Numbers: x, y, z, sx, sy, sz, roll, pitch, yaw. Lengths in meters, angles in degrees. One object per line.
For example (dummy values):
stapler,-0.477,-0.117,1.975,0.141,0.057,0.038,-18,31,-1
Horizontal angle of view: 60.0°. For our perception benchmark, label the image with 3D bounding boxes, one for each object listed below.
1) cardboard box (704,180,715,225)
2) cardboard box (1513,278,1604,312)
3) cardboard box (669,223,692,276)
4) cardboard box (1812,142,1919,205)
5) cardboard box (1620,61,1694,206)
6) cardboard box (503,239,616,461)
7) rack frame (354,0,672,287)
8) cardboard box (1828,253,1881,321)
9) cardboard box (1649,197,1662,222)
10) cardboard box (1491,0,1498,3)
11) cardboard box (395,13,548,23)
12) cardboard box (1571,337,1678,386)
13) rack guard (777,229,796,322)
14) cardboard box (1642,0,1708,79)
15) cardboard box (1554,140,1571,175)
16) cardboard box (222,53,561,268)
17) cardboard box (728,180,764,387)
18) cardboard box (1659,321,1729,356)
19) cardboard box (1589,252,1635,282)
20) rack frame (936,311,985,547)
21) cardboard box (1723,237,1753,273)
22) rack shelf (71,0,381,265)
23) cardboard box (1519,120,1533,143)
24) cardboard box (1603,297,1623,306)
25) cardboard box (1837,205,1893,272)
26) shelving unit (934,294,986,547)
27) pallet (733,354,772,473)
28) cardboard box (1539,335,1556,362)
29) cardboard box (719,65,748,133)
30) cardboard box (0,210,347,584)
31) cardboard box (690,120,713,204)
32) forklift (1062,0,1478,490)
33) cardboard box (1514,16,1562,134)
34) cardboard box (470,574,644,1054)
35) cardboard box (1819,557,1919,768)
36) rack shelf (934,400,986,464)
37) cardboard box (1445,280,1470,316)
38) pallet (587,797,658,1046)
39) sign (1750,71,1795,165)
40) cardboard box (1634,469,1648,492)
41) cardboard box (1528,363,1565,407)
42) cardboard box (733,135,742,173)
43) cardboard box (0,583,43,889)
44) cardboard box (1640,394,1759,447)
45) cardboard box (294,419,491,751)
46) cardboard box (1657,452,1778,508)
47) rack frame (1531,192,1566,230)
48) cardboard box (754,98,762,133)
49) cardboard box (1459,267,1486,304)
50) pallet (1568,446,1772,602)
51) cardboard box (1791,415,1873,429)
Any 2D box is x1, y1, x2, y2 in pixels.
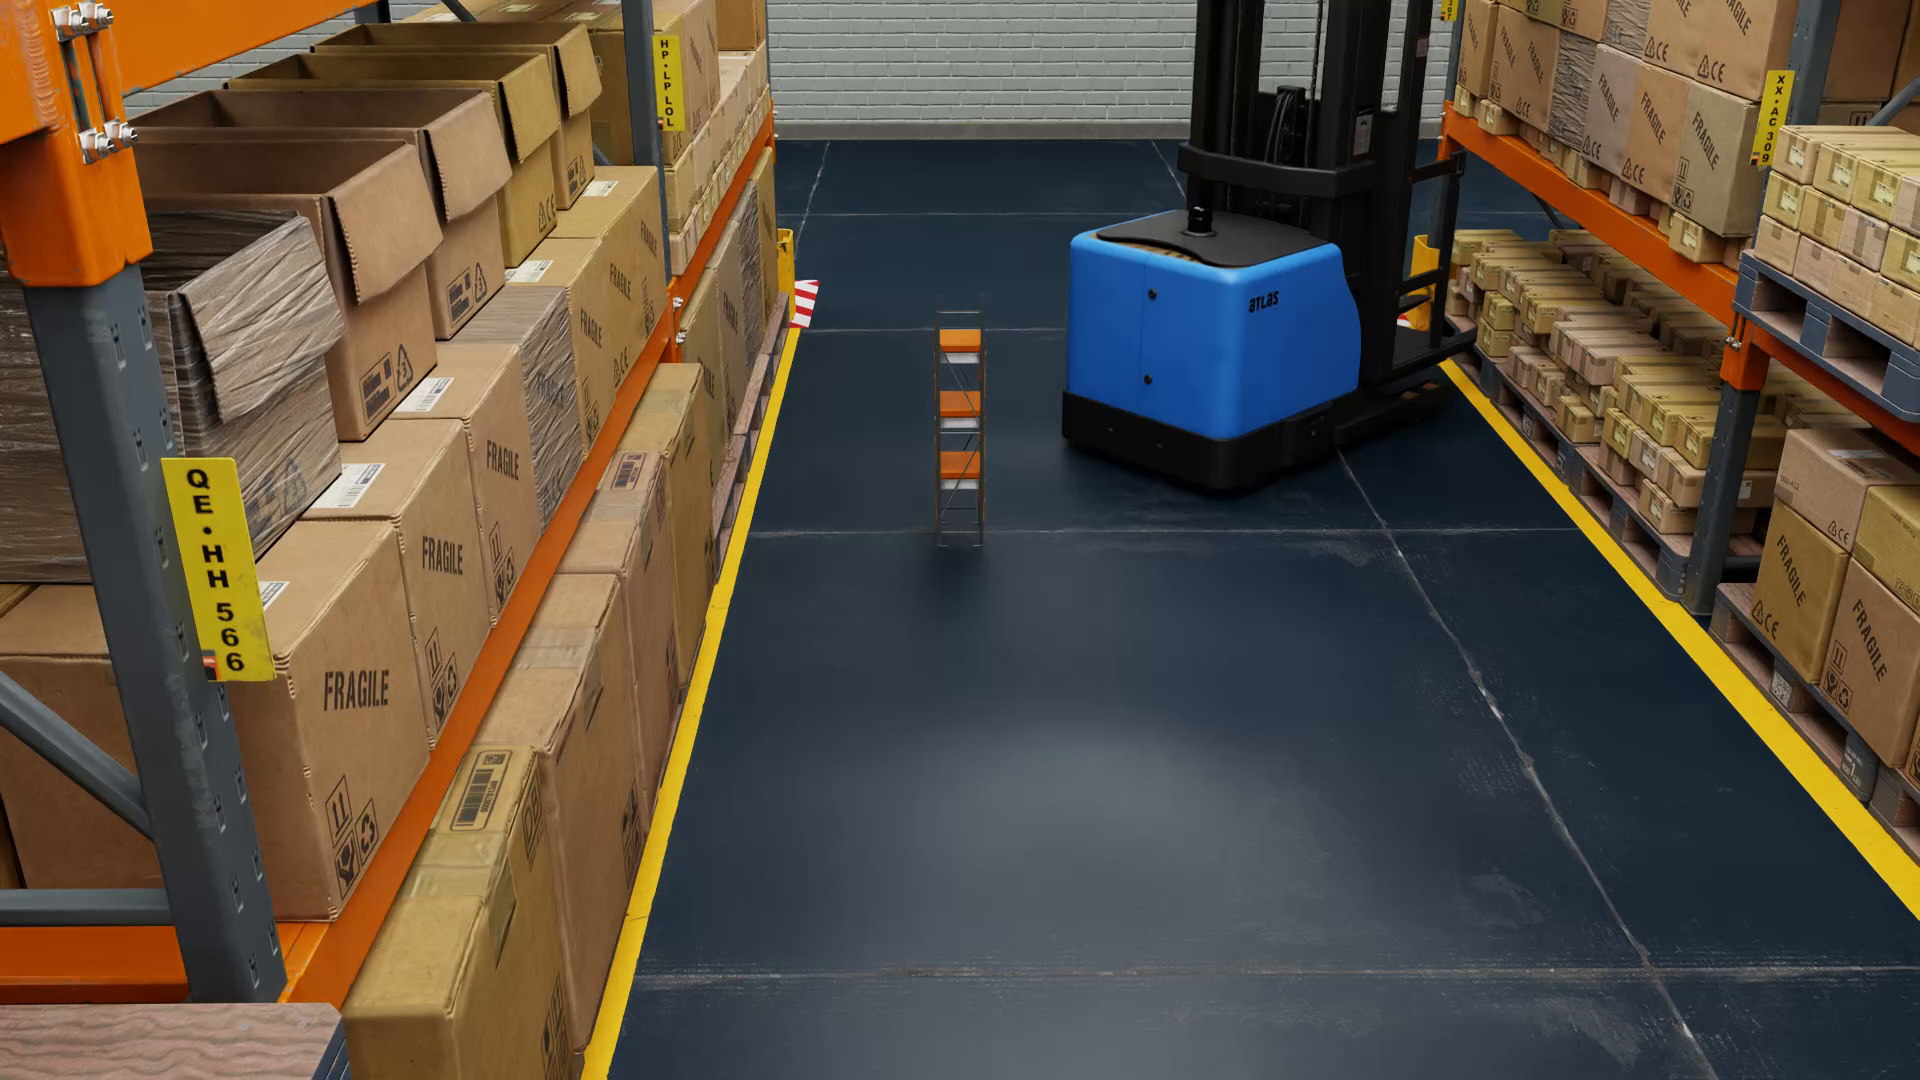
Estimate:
cardboard box,-1.252,-1.441,7.101,0.380,0.149,0.250,-1,24,-2
cardboard box,3.090,-1.248,8.598,0.380,0.149,0.250,1,24,2
cardboard box,-1.241,-1.116,6.382,0.380,0.149,0.250,0,24,0
cardboard box,2.944,-1.156,5.240,0.380,0.149,0.250,0,24,1
cardboard box,3.098,-1.681,6.844,0.500,0.500,0.500,-1,24,-2
cardboard box,-1.281,-0.542,4.686,0.500,0.500,0.500,-1,24,-1
rack frame,-1.570,-1.107,6.057,1.000,3.000,0.127,0,24,-1
cardboard box,2.943,-0.783,5.136,0.380,0.149,0.250,0,24,0
cardboard box,3.164,-1.412,7.037,0.380,0.149,0.250,-1,24,-2
cardboard box,3.087,-3.186,8.959,0.500,0.500,0.500,0,24,-1
cardboard box,-1.842,-1.704,6.289,0.500,0.500,0.500,0,24,1
cardboard box,3.054,-0.823,7.657,0.380,0.149,0.250,-1,24,-3
rack guard,-1.614,-1.626,10.239,1.175,0.500,0.348,0,24,-1
cardboard box,3.104,-2.130,6.623,0.500,0.500,0.500,-1,24,-2
cardboard box,3.091,-1.844,7.992,0.380,0.149,0.250,1,24,1
cardboard box,-1.559,-1.063,4.623,0.797,0.503,0.637,0,24,0
cardboard box,-1.517,-1.340,8.642,0.875,0.875,0.875,0,24,-1
cardboard box,3.566,-0.936,7.908,0.380,0.149,0.250,-1,24,-3
cardboard box,3.681,-1.472,9.093,0.380,0.149,0.250,-1,24,-2
rack frame,0.001,-0.450,6.971,0.200,1.050,0.008,0,24,-1
cardboard box,3.154,-1.090,6.324,0.380,0.149,0.250,-1,24,-1
rack shelf,-1.548,-1.322,3.765,1.077,0.370,4.000,0,24,-1
cardboard box,3.156,-2.164,8.700,0.380,0.149,0.250,1,24,2
cardboard box,3.546,-1.222,8.901,0.380,0.149,0.250,-1,24,-1
cardboard box,2.943,-0.922,5.084,0.380,0.149,0.250,0,24,1
shelving unit,-0.001,-0.500,7.082,0.215,1.050,0.252,0,24,-1
pallet,-1.516,-0.654,8.440,1.003,0.211,1.213,0,24,-1
cardboard box,3.170,-1.006,8.424,0.380,0.149,0.250,1,24,2
cardboard box,-1.332,-2.205,8.307,0.500,0.250,0.500,-1,24,-2
cardboard box,-1.518,-0.263,2.852,0.797,0.503,0.637,1,24,1
cardboard box,-1.314,-1.574,6.911,0.500,0.250,0.500,0,24,-1
forklift,1.912,-2.071,8.271,3.031,2.935,1.130,-22,32,-39
cardboard box,3.100,-2.308,8.231,0.500,0.500,0.500,0,24,0
cardboard box,-1.515,0.666,4.205,1.225,0.875,0.875,0,24,0
cardboard box,3.141,0.384,5.285,0.500,0.500,0.500,1,24,2
rack shelf,-0.001,-0.491,7.087,0.215,0.259,0.240,0,24,-1
cardboard box,3.033,-1.411,9.679,0.380,0.149,0.250,0,24,1
pallet,-1.470,0.985,4.815,1.003,0.211,1.213,0,24,-1
sign,2.848,-1.476,5.824,0.100,0.325,0.005,0,24,-1
cardboard box,3.127,-0.247,7.107,0.380,0.149,0.250,0,24,1
cardboard box,3.063,-0.773,8.270,0.380,0.149,0.250,0,24,-1
cardboard box,-1.264,-1.866,8.040,0.380,0.149,0.250,0,24,0
cardboard box,-1.780,0.294,2.840,0.500,0.500,0.500,0,24,1
cardboard box,3.084,-0.502,6.947,0.380,0.149,0.250,0,24,0
cardboard box,-1.268,0.082,3.308,0.500,0.500,0.500,-1,24,-2
cardboard box,3.069,-0.244,6.738,0.380,0.149,0.250,0,24,0
rack frame,3.344,-2.736,9.659,0.949,2.616,0.053,0,24,-1
cardboard box,-1.274,-2.284,8.966,0.380,0.149,0.250,0,24,0
cardboard box,3.043,-1.434,9.369,0.380,0.149,0.250,0,24,-1
pallet,3.348,-0.094,7.201,1.003,0.211,1.213,0,24,-1
cardboard box,3.594,-0.394,6.709,0.380,0.149,0.250,1,24,2
